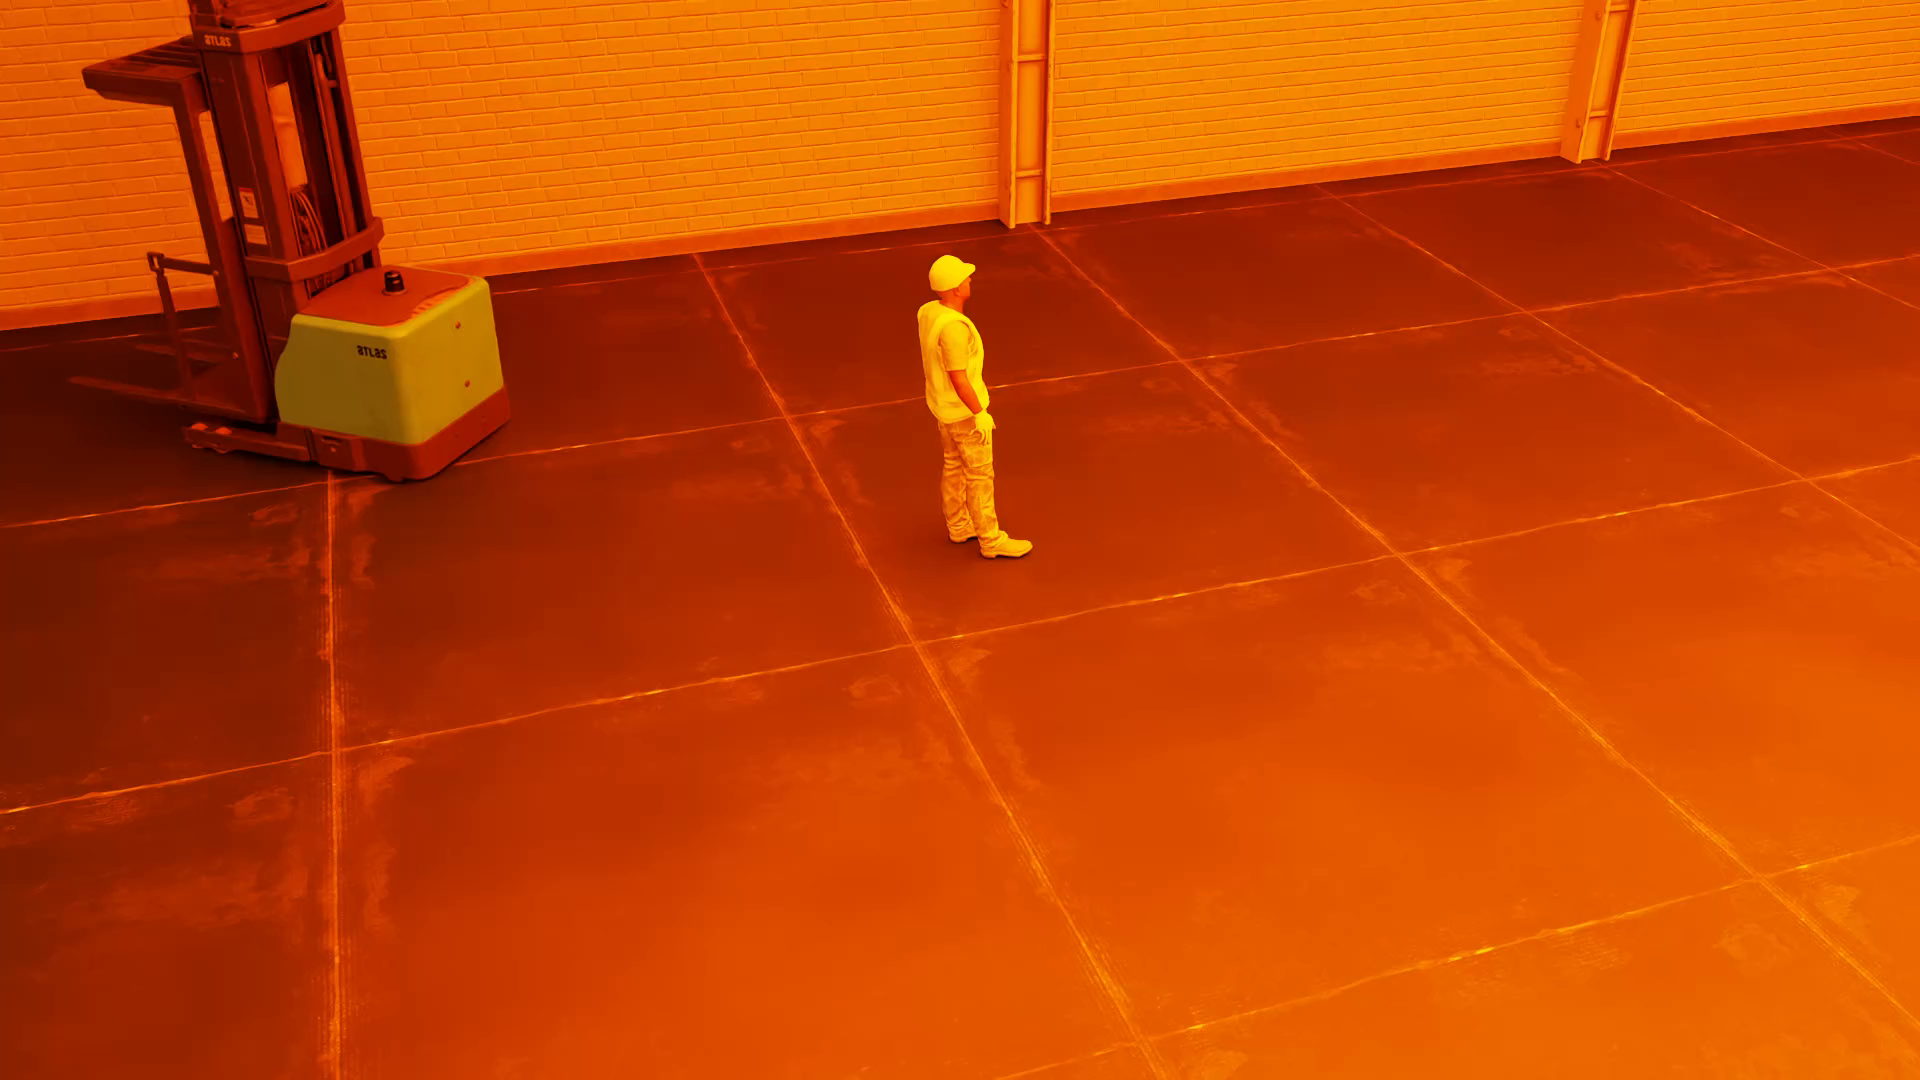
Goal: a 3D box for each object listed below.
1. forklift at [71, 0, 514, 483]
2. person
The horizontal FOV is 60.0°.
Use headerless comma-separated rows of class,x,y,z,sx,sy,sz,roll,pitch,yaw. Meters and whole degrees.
forklift,-4.609,-2.076,10.695,3.031,2.935,1.130,10,31,17
person,0.071,-0.786,9.590,0.577,1.782,0.656,-10,31,-16
